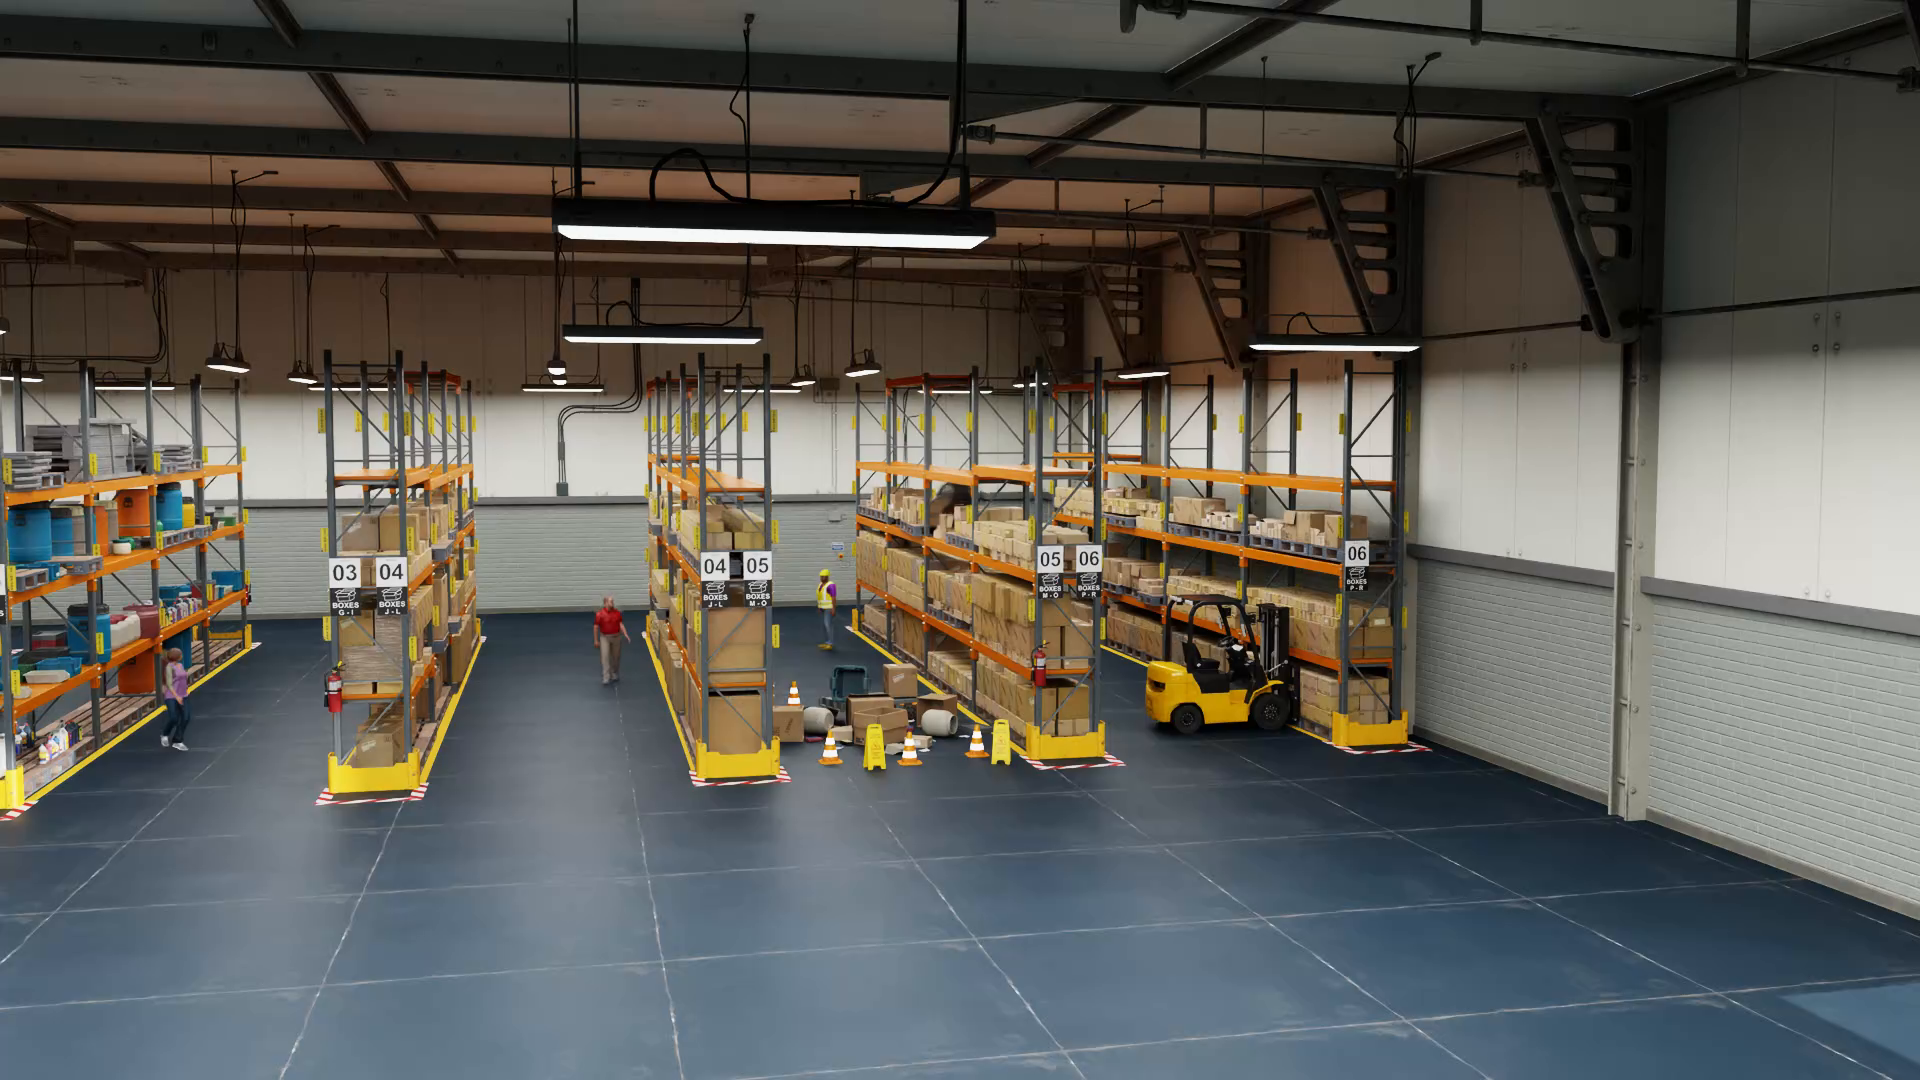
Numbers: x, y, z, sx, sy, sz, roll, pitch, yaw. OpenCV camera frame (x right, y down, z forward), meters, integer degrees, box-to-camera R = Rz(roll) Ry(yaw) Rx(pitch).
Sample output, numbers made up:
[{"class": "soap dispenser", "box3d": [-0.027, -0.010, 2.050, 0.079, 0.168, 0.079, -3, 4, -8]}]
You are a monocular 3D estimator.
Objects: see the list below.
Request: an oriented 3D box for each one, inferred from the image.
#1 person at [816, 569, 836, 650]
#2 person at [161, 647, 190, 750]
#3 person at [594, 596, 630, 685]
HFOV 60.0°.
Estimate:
[{"class": "person", "box3d": [-2.995, 1.537, 37.013, 0.358, 1.766, 0.653, -3, 5, -36]}, {"class": "person", "box3d": [-12.080, 2.444, 25.661, 0.539, 1.582, 0.482, 2, 4, 23]}, {"class": "person", "box3d": [-6.709, 1.920, 32.053, 0.687, 1.666, 1.059, -1, 4, -14]}]
